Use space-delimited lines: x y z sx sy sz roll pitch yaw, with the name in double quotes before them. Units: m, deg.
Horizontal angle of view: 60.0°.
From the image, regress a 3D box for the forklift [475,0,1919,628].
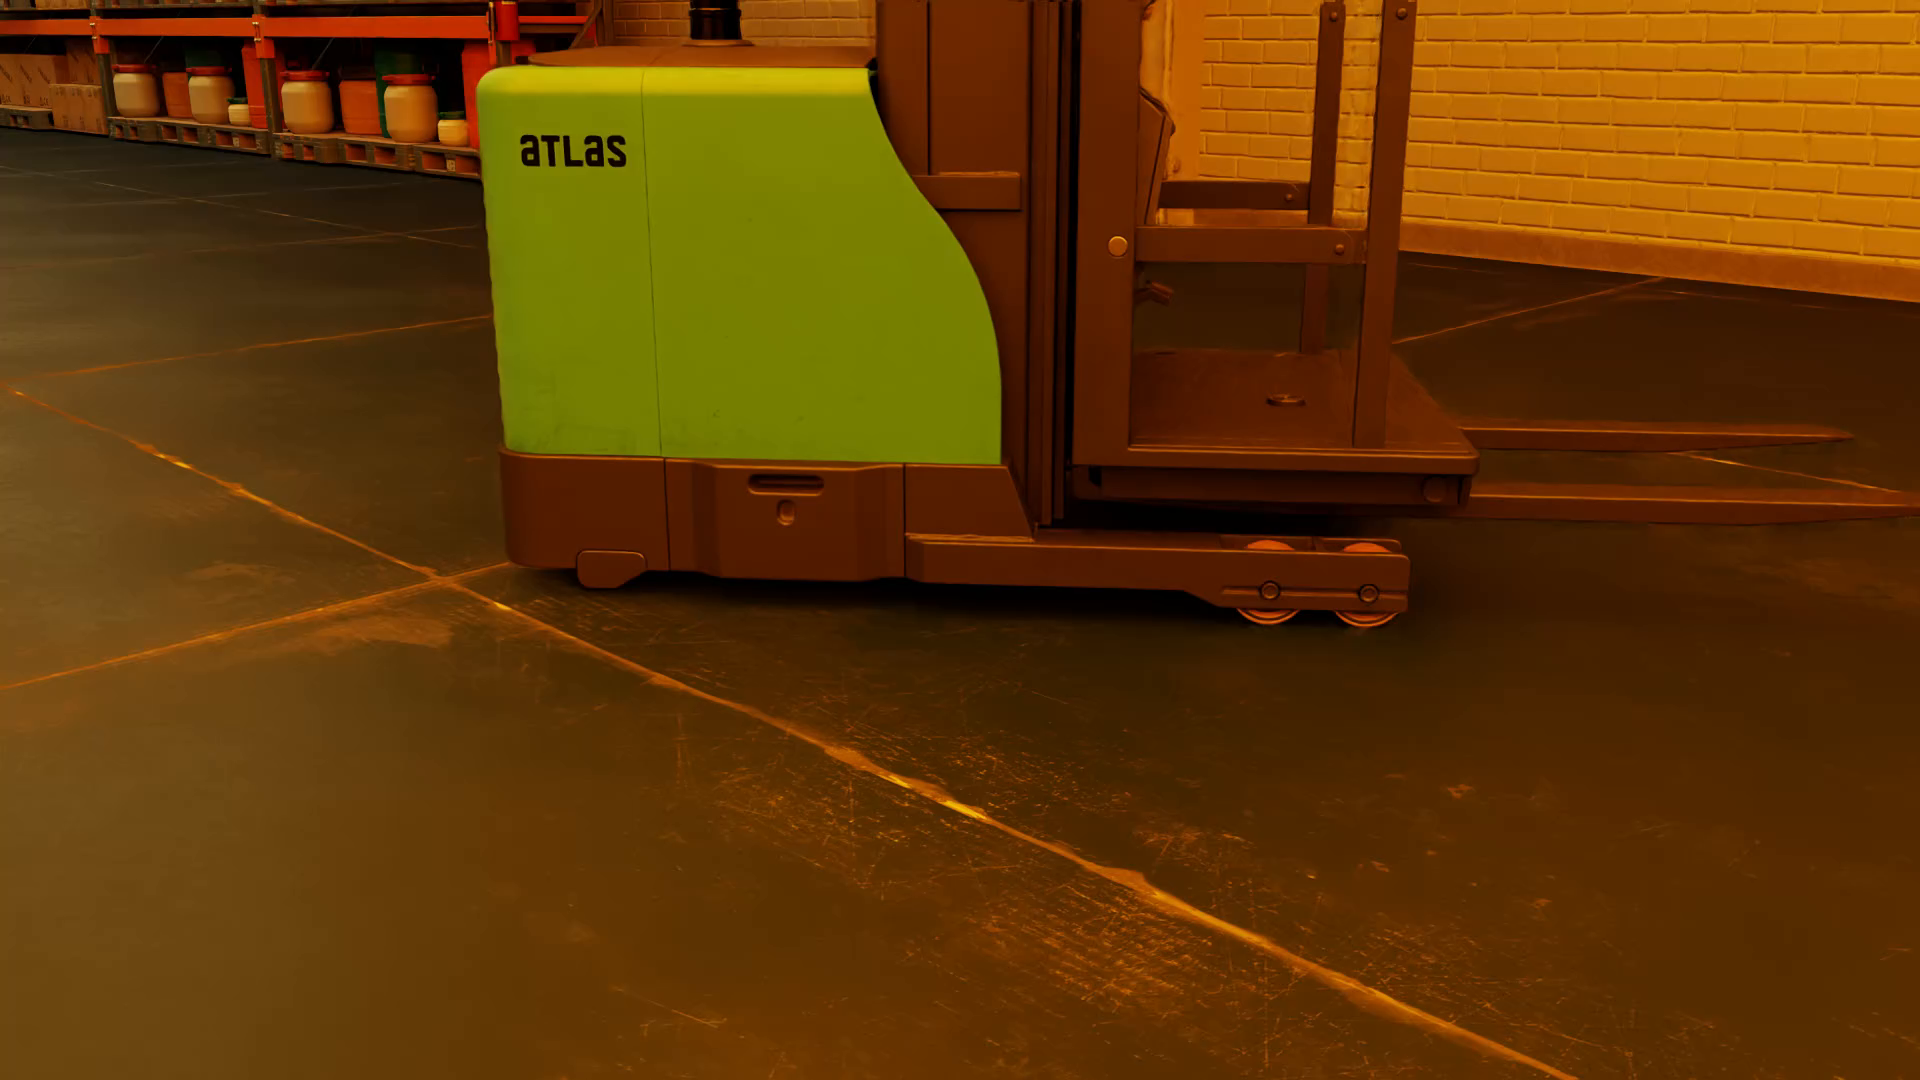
"forklift" 0.579 -1.390 3.427 3.031 2.935 1.130 2 17 5
